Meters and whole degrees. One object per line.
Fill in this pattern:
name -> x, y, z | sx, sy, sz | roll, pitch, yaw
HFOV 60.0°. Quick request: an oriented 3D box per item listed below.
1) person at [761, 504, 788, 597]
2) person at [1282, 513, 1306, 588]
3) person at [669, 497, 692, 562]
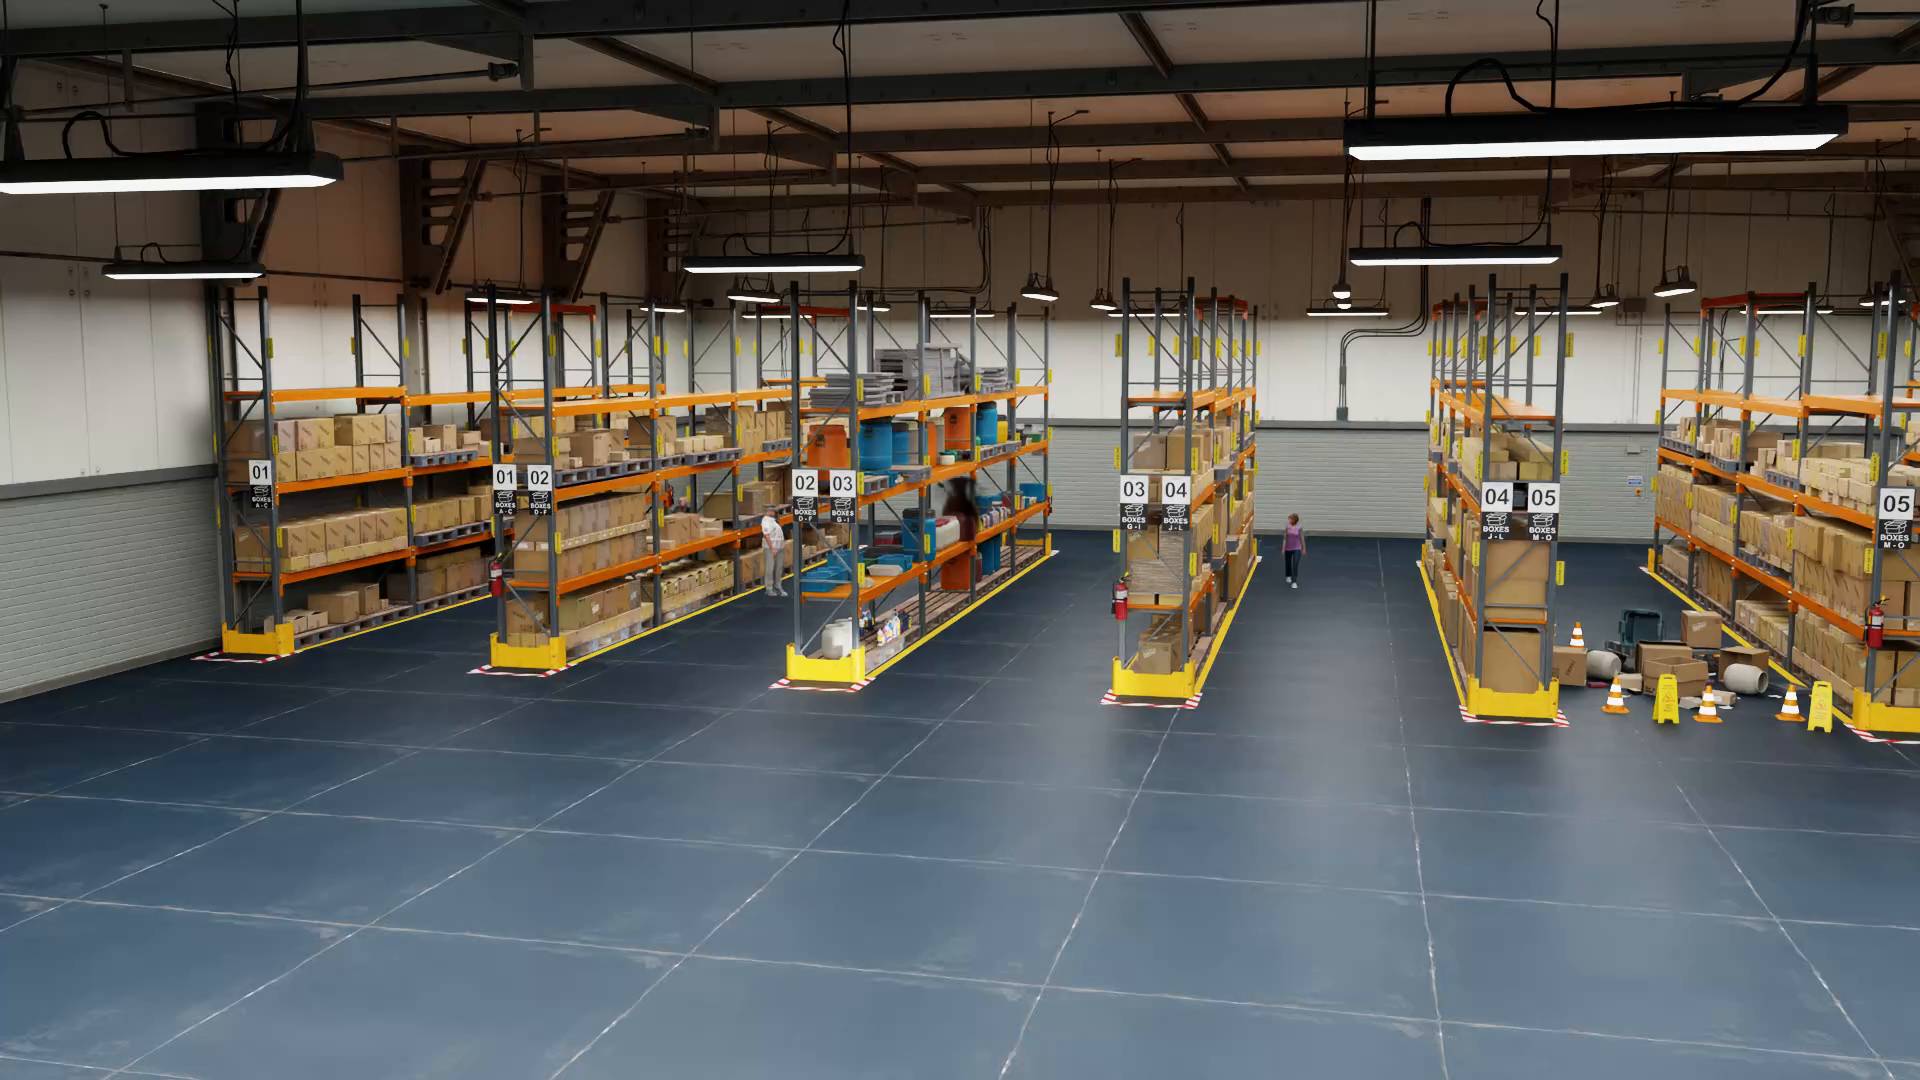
person -> -3.568, 0.203, 31.887 | 0.537, 1.793, 0.607 | 4, 8, 33
person -> 7.040, 0.200, 35.039 | 0.497, 1.557, 0.823 | 1, 7, 11
person -> -6.181, -0.044, 36.988 | 0.685, 1.672, 0.829 | 2, 7, 16
